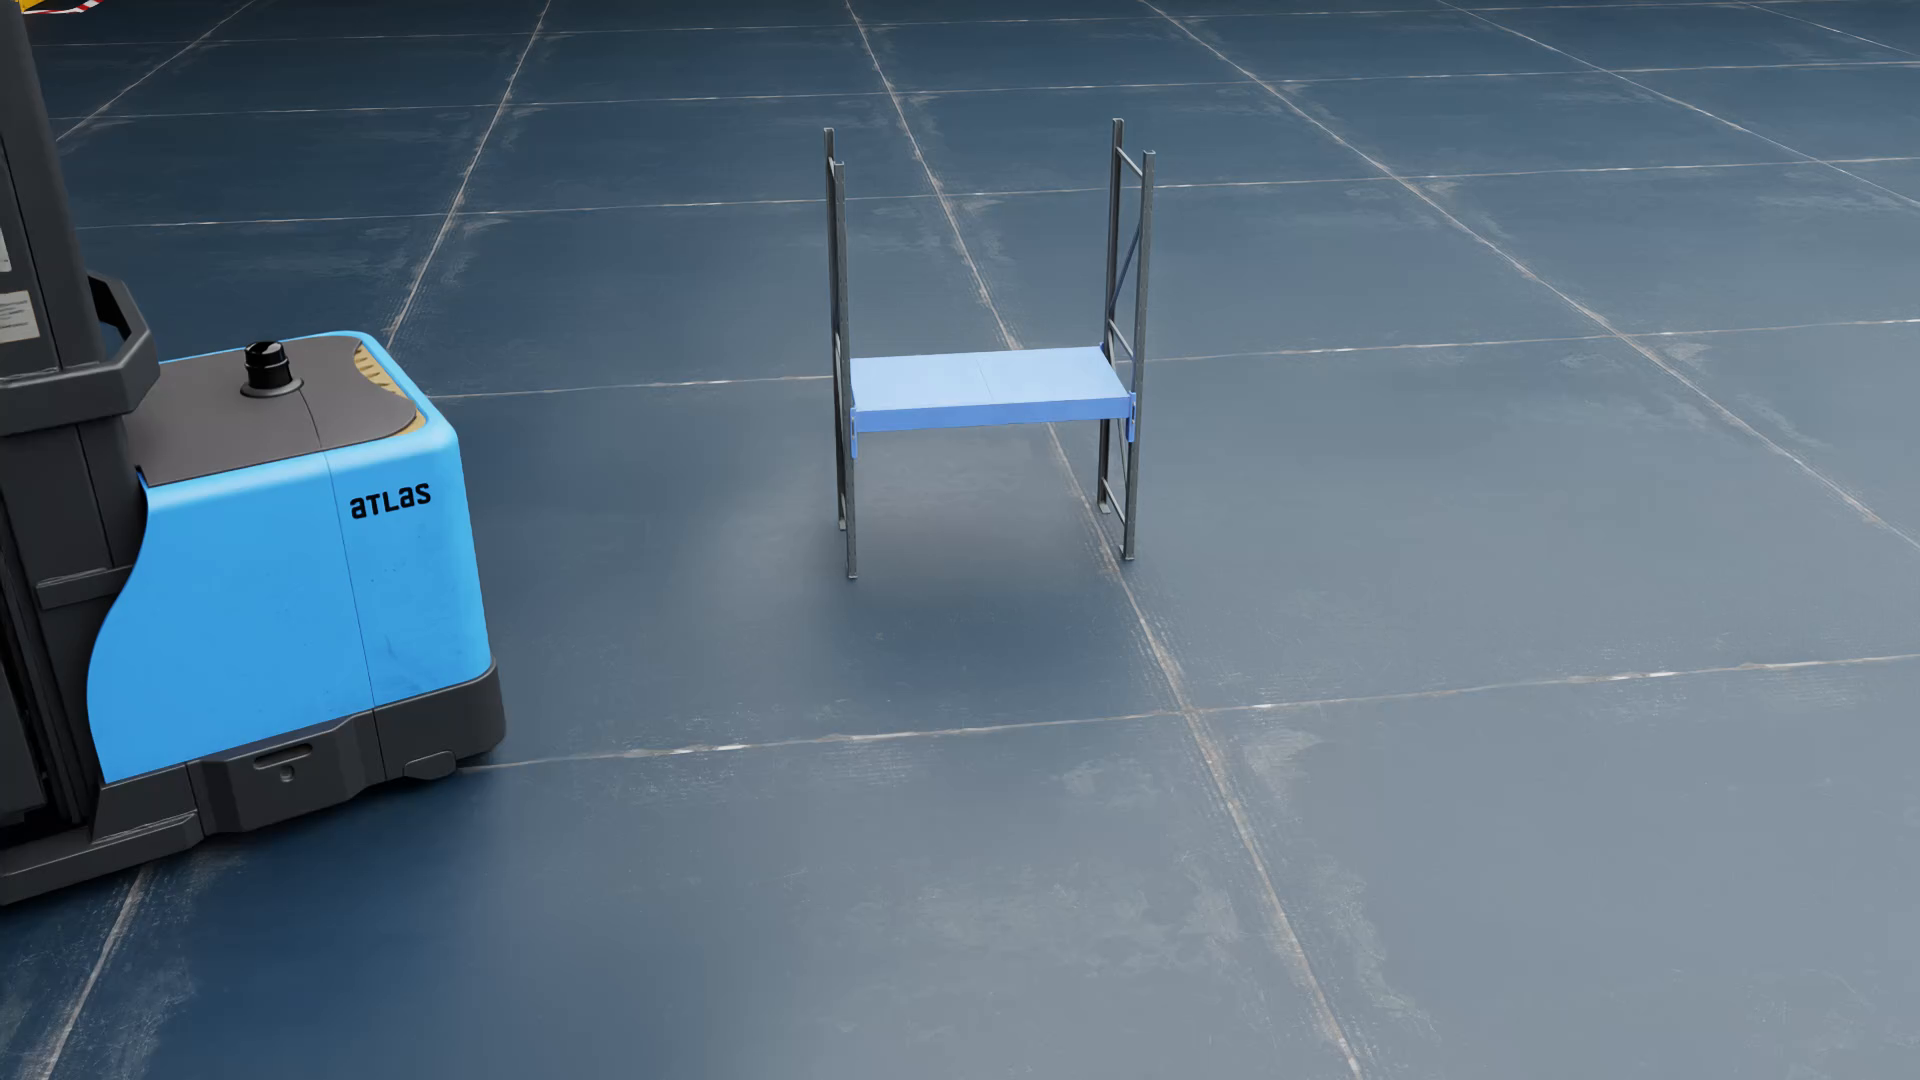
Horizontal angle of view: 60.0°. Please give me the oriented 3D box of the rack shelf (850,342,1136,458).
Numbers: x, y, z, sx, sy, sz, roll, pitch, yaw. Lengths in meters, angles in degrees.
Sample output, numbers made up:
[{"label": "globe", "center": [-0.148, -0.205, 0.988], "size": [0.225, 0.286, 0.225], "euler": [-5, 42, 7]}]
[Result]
[{"label": "rack shelf", "center": [0.084, -0.513, 6.000], "size": [1.000, 0.185, 0.538], "euler": [-4, 27, -7]}]

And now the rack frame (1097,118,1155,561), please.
[{"label": "rack frame", "center": [0.588, -0.705, 5.981], "size": [0.032, 1.500, 0.500], "euler": [-4, 27, -7]}]

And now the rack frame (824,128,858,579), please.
[{"label": "rack frame", "center": [-0.419, -0.640, 5.855], "size": [0.032, 1.500, 0.500], "euler": [-4, 27, -7]}]

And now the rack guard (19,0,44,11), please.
[{"label": "rack guard", "center": [-9.502, -5.673, 16.759], "size": [0.348, 0.500, 1.175], "euler": [-4, 27, -7]}]

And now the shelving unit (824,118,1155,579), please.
[{"label": "shelving unit", "center": [0.084, -0.673, 5.918], "size": [1.048, 1.500, 0.538], "euler": [-4, 27, -7]}]

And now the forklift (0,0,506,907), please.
[{"label": "forklift", "center": [-2.879, -0.481, 3.976], "size": [3.031, 2.935, 1.130], "euler": [-16, 31, -28]}]
